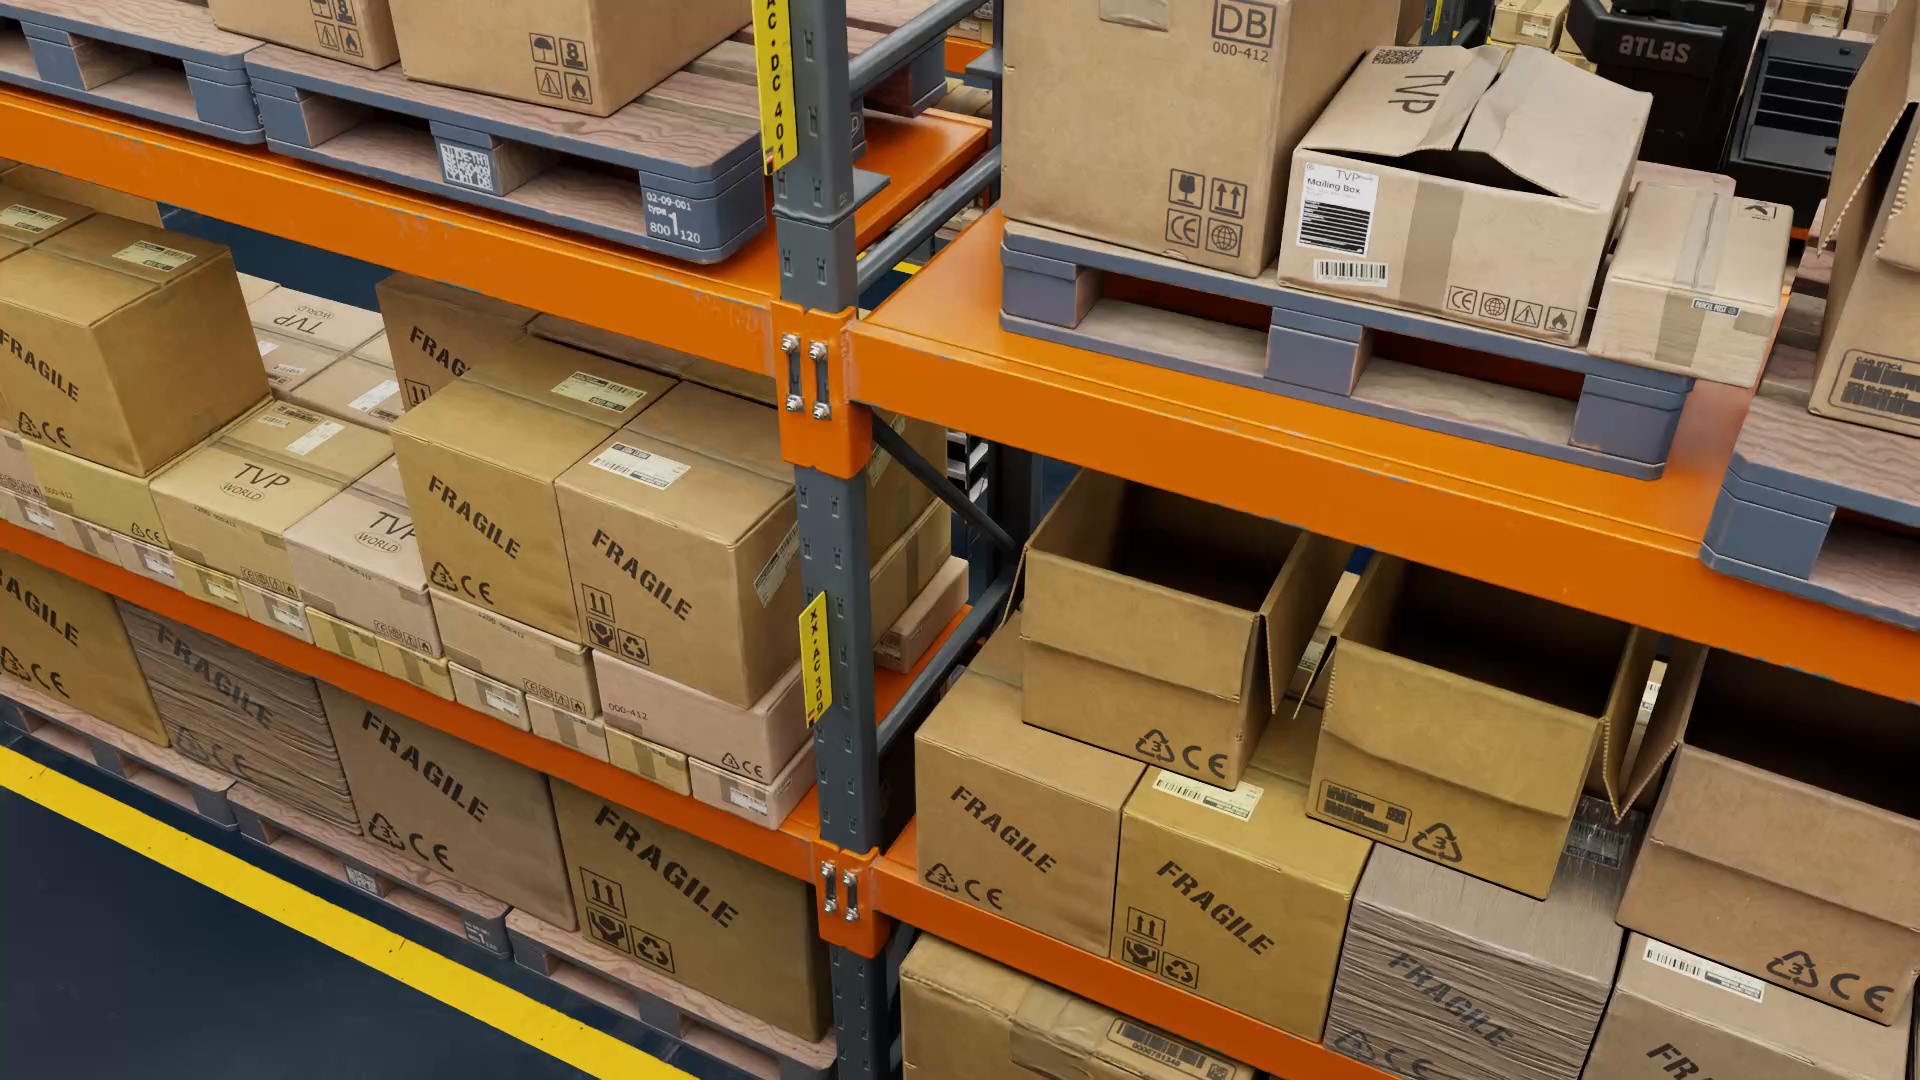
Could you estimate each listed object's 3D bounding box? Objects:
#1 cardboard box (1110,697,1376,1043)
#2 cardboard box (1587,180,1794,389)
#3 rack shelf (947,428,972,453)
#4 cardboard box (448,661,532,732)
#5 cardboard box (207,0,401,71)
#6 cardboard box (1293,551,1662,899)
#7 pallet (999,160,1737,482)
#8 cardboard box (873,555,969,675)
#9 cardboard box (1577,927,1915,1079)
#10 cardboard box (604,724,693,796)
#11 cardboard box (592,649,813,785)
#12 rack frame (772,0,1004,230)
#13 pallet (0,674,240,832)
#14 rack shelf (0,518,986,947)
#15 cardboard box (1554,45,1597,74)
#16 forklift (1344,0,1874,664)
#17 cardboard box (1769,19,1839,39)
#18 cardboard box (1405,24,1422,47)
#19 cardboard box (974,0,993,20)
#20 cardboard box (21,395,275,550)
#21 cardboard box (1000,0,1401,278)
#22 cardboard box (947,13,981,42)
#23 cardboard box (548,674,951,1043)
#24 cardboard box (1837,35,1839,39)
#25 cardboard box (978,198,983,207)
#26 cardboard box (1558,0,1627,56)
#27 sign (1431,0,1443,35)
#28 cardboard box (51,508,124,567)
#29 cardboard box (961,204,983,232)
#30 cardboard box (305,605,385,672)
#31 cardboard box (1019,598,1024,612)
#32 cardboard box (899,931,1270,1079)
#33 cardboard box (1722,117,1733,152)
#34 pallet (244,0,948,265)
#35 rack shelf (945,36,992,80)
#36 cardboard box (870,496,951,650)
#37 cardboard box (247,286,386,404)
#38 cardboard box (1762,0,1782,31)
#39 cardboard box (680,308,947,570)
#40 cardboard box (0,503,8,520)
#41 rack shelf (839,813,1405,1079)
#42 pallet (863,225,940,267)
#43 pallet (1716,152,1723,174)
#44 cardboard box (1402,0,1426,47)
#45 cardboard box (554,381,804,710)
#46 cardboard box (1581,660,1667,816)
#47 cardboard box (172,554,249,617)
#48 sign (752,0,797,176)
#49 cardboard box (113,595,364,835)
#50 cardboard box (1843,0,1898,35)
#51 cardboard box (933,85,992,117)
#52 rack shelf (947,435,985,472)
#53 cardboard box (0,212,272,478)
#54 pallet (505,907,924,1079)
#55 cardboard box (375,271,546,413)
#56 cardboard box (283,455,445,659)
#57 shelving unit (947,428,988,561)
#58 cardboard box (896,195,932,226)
[{"bbox_3d":[0.679,0.705,3.757,0.500,0.500,0.500,17,41,22],"label":"cardboard box"},{"bbox_3d":[1.192,-0.424,2.707,0.250,0.149,0.380,16,40,20],"label":"cardboard box"},{"bbox_3d":[-0.007,-0.478,6.892,0.200,0.077,0.258,17,41,21],"label":"rack shelf"},{"bbox_3d":[-1.168,0.320,4.555,0.250,0.149,0.380,18,41,22],"label":"cardboard box"},{"bbox_3d":[-1.259,-1.435,3.667,0.500,0.500,0.700,19,41,24],"label":"cardboard box"},{"bbox_3d":[1.114,0.274,3.495,0.637,0.503,0.797,18,41,22],"label":"cardboard box"},{"bbox_3d":[0.776,-0.547,3.167,1.217,0.209,0.805,16,40,20],"label":"pallet"},{"bbox_3d":[-0.171,0.183,4.736,0.250,0.149,0.380,17,41,22],"label":"cardboard box"},{"bbox_3d":[1.585,0.985,3.388,0.500,0.500,0.500,18,41,22],"label":"cardboard box"},{"bbox_3d":[-0.712,0.463,4.367,0.250,0.149,0.380,18,41,22],"label":"cardboard box"},{"bbox_3d":[-0.574,0.303,4.248,0.500,0.250,0.500,17,40,21],"label":"cardboard box"},{"bbox_3d":[-0.061,-2.046,2.503,0.127,3.000,1.000,17,41,21],"label":"rack frame"},{"bbox_3d":[-2.867,0.522,6.387,1.213,0.211,1.003,17,41,21],"label":"pallet"},{"bbox_3d":[-1.837,0.074,5.267,4.000,0.370,1.077,17,41,21],"label":"rack shelf"},{"bbox_3d":[2.679,-2.050,7.084,0.250,0.149,0.380,17,40,21],"label":"cardboard box"},{"bbox_3d":[2.585,-0.425,5.385,3.031,2.935,1.130,16,40,20],"label":"forklift"},{"bbox_3d":[3.373,-1.951,6.707,0.250,0.149,0.380,17,40,21],"label":"cardboard box"},{"bbox_3d":[2.208,-2.446,8.199,0.250,0.149,0.380,19,41,23],"label":"cardboard box"},{"bbox_3d":[0.401,-2.872,8.224,0.500,0.500,0.500,16,40,20],"label":"cardboard box"},{"bbox_3d":[-2.402,-0.266,4.998,0.500,0.250,0.500,16,40,20],"label":"cardboard box"},{"bbox_3d":[0.458,-0.902,3.047,0.500,0.500,0.700,18,41,23],"label":"cardboard box"},{"bbox_3d":[0.083,-2.714,8.553,0.250,0.149,0.380,17,40,21],"label":"cardboard box"},{"bbox_3d":[-0.610,0.796,5.130,0.875,0.875,0.875,17,41,21],"label":"cardboard box"},{"bbox_3d":[3.682,-2.183,7.259,0.250,0.149,0.380,15,40,19],"label":"cardboard box"},{"bbox_3d":[0.297,-1.938,9.086,0.250,0.149,0.380,20,41,24],"label":"cardboard box"},{"bbox_3d":[2.698,-2.165,6.989,0.250,0.149,0.380,19,41,23],"label":"cardboard box"},{"bbox_3d":[2.067,-2.343,7.139,0.005,0.325,0.100,17,41,21],"label":"sign"},{"bbox_3d":[-2.536,-0.108,5.119,0.250,0.149,0.380,17,40,21],"label":"cardboard box"},{"bbox_3d":[0.198,-1.758,9.095,0.250,0.149,0.380,15,40,19],"label":"cardboard box"},{"bbox_3d":[-1.624,0.178,4.743,0.250,0.149,0.380,17,40,21],"label":"cardboard box"},{"bbox_3d":[0.480,0.287,4.308,0.500,0.500,0.500,18,41,22],"label":"cardboard box"},{"bbox_3d":[0.516,1.190,4.612,0.875,0.875,1.225,18,41,22],"label":"cardboard box"},{"bbox_3d":[3.139,-1.786,6.983,0.250,0.149,0.380,18,41,22],"label":"cardboard box"},{"bbox_3d":[-0.783,-1.049,3.744,1.213,0.211,1.003,17,41,21],"label":"pallet"},{"bbox_3d":[0.534,-2.561,8.738,4.000,0.370,1.077,17,41,21],"label":"rack shelf"},{"bbox_3d":[-0.358,0.014,4.629,0.500,0.250,0.500,17,40,21],"label":"cardboard box"},{"bbox_3d":[-2.159,-0.552,5.375,0.500,0.250,0.500,16,40,20],"label":"cardboard box"},{"bbox_3d":[3.457,-2.369,7.258,0.250,0.149,0.380,17,40,21],"label":"cardboard box"},{"bbox_3d":[-0.369,-0.284,4.401,0.500,0.500,0.500,17,41,21],"label":"cardboard box"},{"bbox_3d":[-2.994,-0.251,5.308,0.250,0.149,0.380,16,40,20],"label":"cardboard box"},{"bbox_3d":[1.715,1.186,3.801,4.000,0.370,1.077,17,41,21],"label":"rack shelf"},{"bbox_3d":[-0.470,-2.027,9.746,1.213,0.211,1.003,17,41,21],"label":"pallet"},{"bbox_3d":[2.921,-1.924,7.463,1.213,0.211,1.003,17,41,21],"label":"pallet"},{"bbox_3d":[1.986,-2.723,8.027,0.500,0.500,0.500,17,40,21],"label":"cardboard box"},{"bbox_3d":[-0.592,0.002,4.024,0.500,0.500,0.500,19,41,23],"label":"cardboard box"},{"bbox_3d":[1.383,0.570,3.936,0.500,0.500,0.500,17,40,21],"label":"cardboard box"},{"bbox_3d":[-2.083,0.034,4.932,0.250,0.149,0.380,16,40,20],"label":"cardboard box"},{"bbox_3d":[-0.315,-0.790,2.836,0.005,0.325,0.100,17,41,21],"label":"sign"},{"bbox_3d":[-2.200,0.298,5.786,0.875,0.875,0.875,17,41,21],"label":"cardboard box"},{"bbox_3d":[3.913,-2.226,7.070,0.250,0.149,0.380,16,40,19],"label":"cardboard box"},{"bbox_3d":[0.030,-2.451,9.516,0.250,0.149,0.380,16,40,20],"label":"cardboard box"},{"bbox_3d":[-0.007,-0.406,6.947,0.200,0.077,0.258,17,41,21],"label":"rack shelf"},{"bbox_3d":[-2.404,-0.568,4.775,0.500,0.500,0.500,16,40,20],"label":"cardboard box"},{"bbox_3d":[-0.700,1.201,5.494,1.213,0.211,1.003,17,41,21],"label":"pallet"},{"bbox_3d":[-1.267,-0.568,4.775,0.500,0.500,0.500,16,40,20],"label":"cardboard box"},{"bbox_3d":[-1.488,0.019,4.623,0.500,0.250,0.500,18,41,22],"label":"cardboard box"},{"bbox_3d":[-0.007,-0.361,6.981,0.210,0.900,0.258,17,41,21],"label":"shelving unit"},{"bbox_3d":[-0.254,-1.894,9.274,0.250,0.149,0.380,18,41,22],"label":"cardboard box"}]
